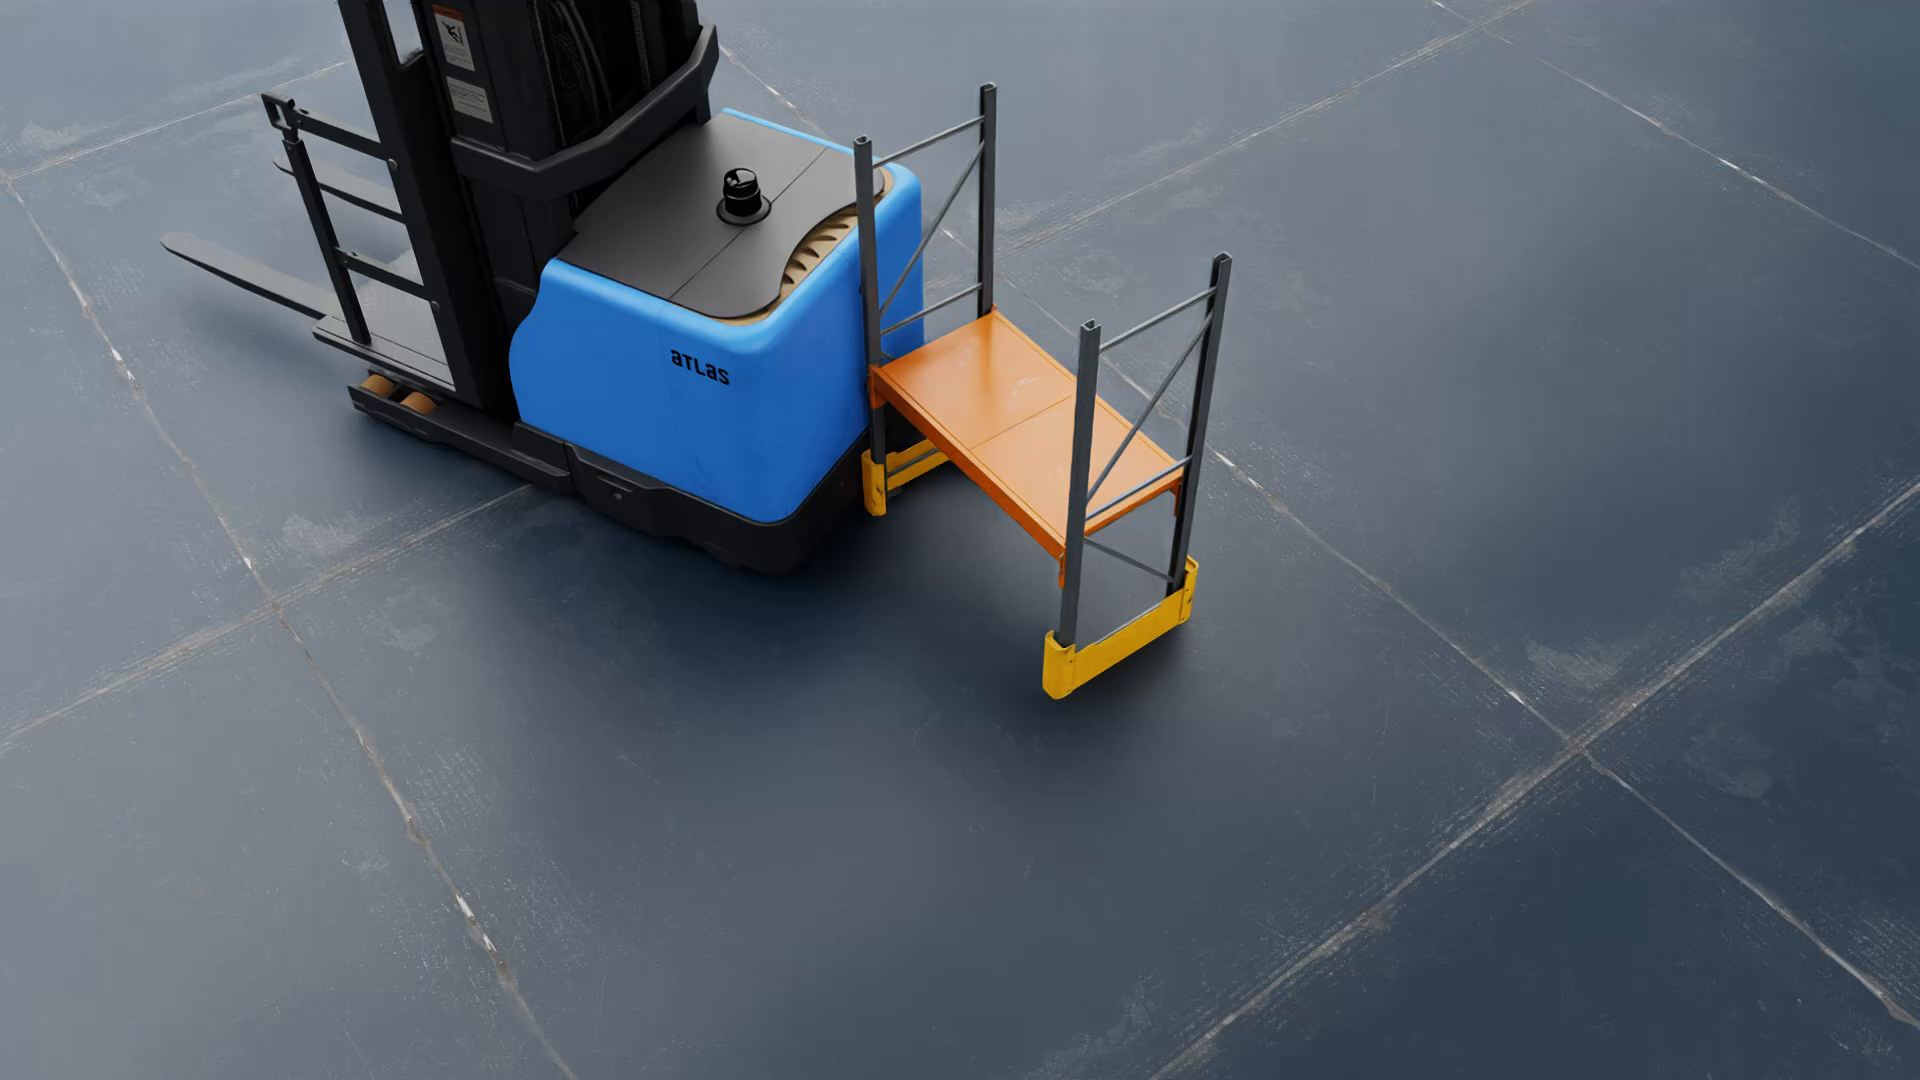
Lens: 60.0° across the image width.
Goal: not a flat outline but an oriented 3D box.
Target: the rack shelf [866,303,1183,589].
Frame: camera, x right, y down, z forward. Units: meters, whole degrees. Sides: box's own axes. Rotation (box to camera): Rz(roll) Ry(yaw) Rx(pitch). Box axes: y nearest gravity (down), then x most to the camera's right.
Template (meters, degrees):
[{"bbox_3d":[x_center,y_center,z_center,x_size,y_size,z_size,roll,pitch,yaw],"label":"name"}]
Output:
[{"bbox_3d":[0.208,-0.324,5.274,0.538,0.185,1.000,-29,54,-24],"label":"rack shelf"}]

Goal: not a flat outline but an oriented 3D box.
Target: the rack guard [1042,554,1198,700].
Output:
[{"bbox_3d":[0.514,0.275,5.332,0.587,0.250,0.087,-29,54,-24],"label":"rack guard"}]

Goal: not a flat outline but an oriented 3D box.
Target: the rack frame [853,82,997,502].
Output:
[{"bbox_3d":[-0.098,-0.746,5.414,0.500,1.500,0.032,-29,54,-24],"label":"rack frame"}]

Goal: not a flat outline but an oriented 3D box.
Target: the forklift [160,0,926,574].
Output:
[{"bbox_3d":[-1.651,-1.677,5.292,3.031,2.935,1.130,22,52,19],"label":"forklift"}]

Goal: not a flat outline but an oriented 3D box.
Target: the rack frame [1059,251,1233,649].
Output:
[{"bbox_3d":[0.515,-0.144,4.869,0.500,1.500,0.032,-29,54,-24],"label":"rack frame"}]

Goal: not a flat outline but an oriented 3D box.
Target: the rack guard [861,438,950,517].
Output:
[{"bbox_3d":[-0.086,-0.314,5.866,0.587,0.250,0.087,-29,54,-24],"label":"rack guard"}]

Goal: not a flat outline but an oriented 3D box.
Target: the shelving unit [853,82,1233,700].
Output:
[{"bbox_3d":[0.214,-0.440,5.136,0.587,1.500,1.083,-29,54,-24],"label":"shelving unit"}]
